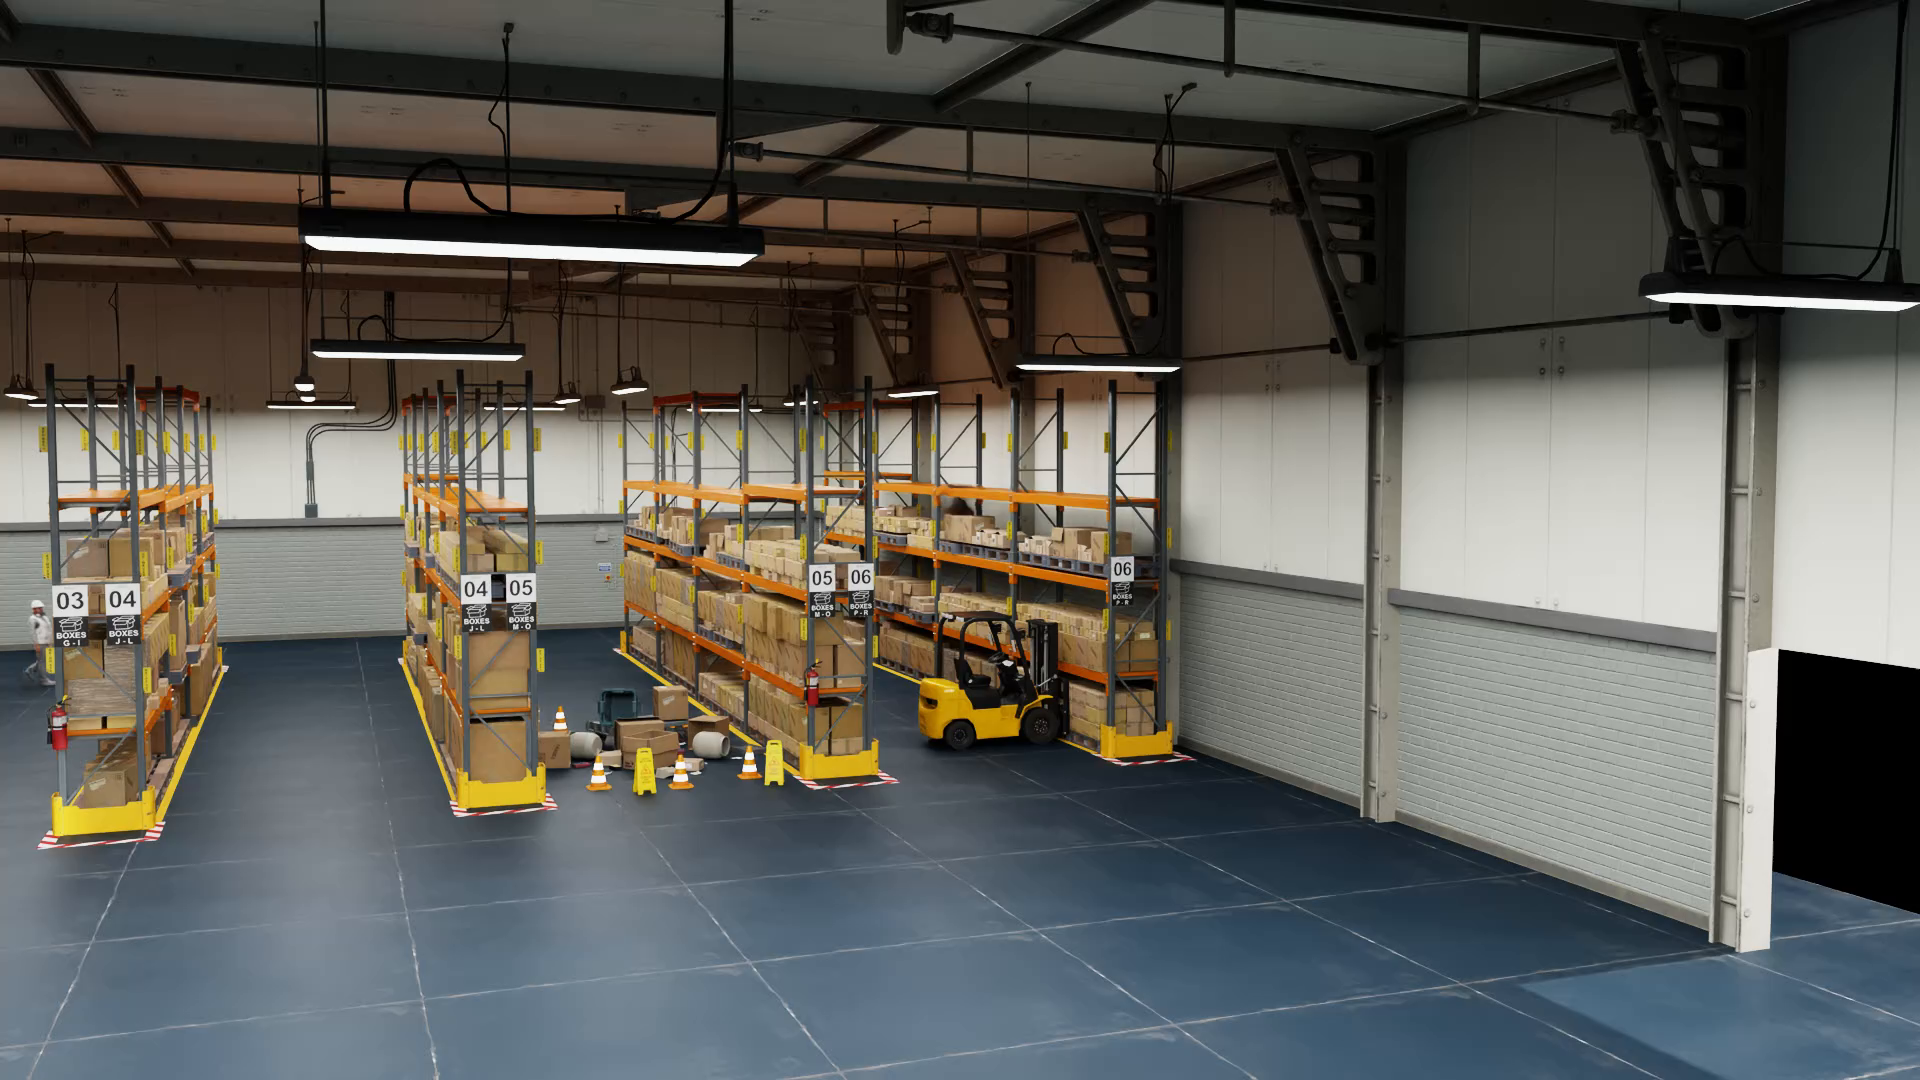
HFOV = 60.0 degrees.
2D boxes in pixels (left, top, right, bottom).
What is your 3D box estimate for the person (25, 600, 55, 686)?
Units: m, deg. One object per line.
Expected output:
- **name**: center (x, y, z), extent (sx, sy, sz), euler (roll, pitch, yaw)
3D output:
- **person**: center (-18.902, 2.116, 34.147), extent (0.599, 1.769, 0.538), euler (-1, 4, -23)
